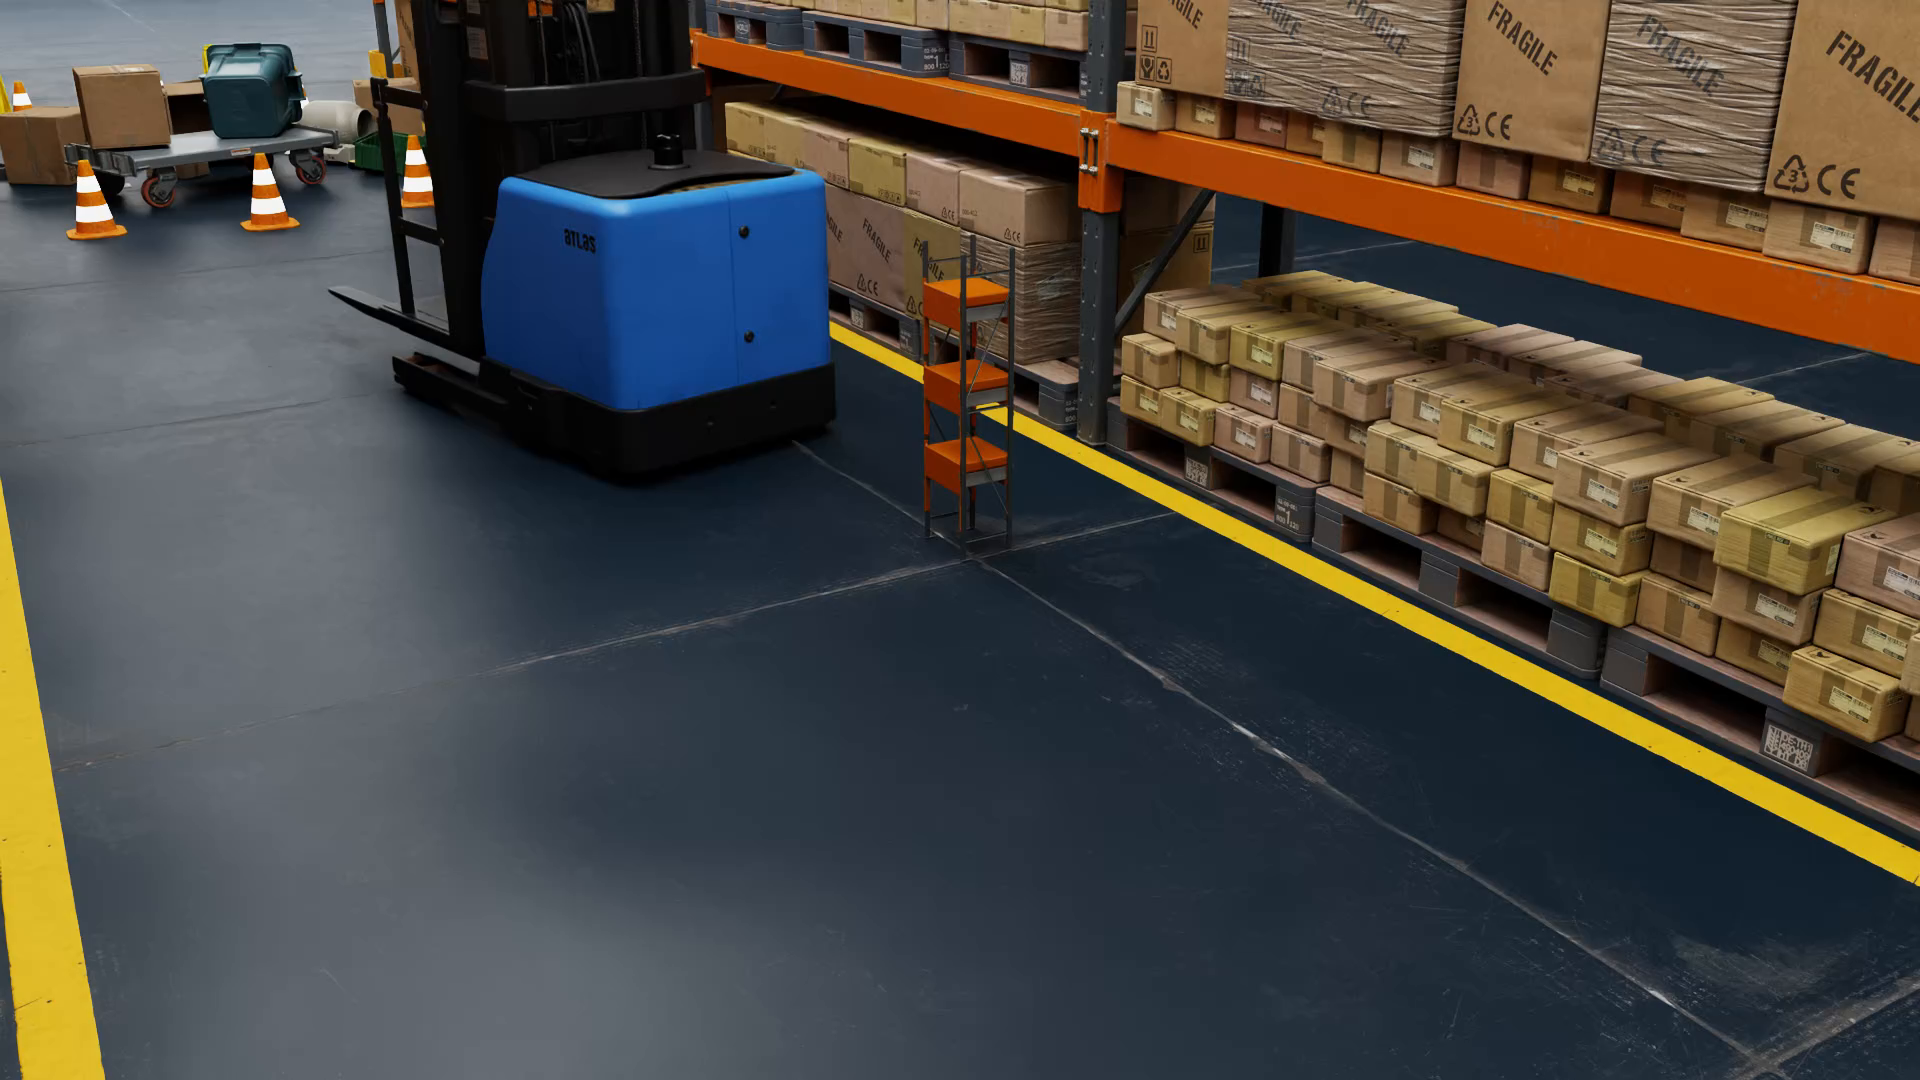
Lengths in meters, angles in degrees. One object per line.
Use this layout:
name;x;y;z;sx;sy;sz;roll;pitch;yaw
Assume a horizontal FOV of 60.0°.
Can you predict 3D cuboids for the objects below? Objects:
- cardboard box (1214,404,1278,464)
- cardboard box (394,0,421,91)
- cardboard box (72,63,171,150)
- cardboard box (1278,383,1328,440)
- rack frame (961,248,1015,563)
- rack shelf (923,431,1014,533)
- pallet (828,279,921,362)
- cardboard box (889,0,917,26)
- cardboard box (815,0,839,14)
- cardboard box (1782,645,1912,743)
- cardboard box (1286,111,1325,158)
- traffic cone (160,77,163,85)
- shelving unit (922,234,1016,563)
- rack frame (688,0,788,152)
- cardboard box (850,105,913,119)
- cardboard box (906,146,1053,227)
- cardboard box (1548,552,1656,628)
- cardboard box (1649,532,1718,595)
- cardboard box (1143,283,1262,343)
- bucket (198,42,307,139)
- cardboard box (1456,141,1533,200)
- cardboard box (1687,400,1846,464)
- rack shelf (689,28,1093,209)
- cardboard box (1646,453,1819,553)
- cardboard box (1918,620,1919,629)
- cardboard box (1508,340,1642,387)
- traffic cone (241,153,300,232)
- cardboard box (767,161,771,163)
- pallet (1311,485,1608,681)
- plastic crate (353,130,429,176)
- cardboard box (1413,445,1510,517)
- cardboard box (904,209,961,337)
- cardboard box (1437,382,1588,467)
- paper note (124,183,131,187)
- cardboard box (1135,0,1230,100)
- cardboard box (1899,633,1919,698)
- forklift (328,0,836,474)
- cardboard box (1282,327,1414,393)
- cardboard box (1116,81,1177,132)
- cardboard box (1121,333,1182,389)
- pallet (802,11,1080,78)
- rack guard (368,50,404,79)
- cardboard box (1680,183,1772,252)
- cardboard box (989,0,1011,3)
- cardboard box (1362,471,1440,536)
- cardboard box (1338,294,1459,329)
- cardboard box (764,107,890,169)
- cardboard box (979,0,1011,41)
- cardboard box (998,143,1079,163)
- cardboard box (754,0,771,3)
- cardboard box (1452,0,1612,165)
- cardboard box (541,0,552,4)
cardboard box;1.154;-0.412;6.070;0.380;0.149;0.250;-13;25;-28
cardboard box;-4.790;-4.762;15.808;0.875;0.875;0.875;-12;25;-28
cardboard box;-5.838;-3.024;11.582;0.500;0.500;0.500;-13;25;-28
cardboard box;1.344;-0.483;5.848;0.380;0.149;0.250;-14;26;-31
rack frame;0.090;-0.430;5.474;0.200;1.050;0.008;-13;25;-28
rack shelf;0.027;-0.202;5.680;0.215;0.259;0.240;-13;25;-28
pallet;-0.089;-1.230;8.556;1.003;0.211;1.213;-13;25;-28
cardboard box;-0.104;-2.464;7.666;0.380;0.149;0.250;-11;25;-26
cardboard box;-0.499;-2.717;8.288;0.380;0.149;0.250;-12;25;-27
cardboard box;2.314;0.353;4.189;0.380;0.149;0.250;-12;25;-27
cardboard box;1.311;-1.369;5.529;0.380;0.149;0.250;-14;26;-31
traffic cone;-7.287;-4.031;15.115;0.336;0.463;0.334;-13;25;-28
shelving unit;0.027;-0.469;5.571;0.215;1.050;0.252;-13;25;-28
rack frame;-1.106;-3.169;9.625;1.000;3.000;0.127;-13;25;-28
cardboard box;-0.264;-2.221;9.058;0.500;0.250;0.500;-12;25;-27
cardboard box;0.088;-1.620;7.579;0.500;0.250;0.500;-11;25;-26
cardboard box;1.931;0.103;4.804;0.380;0.149;0.250;-14;26;-31
cardboard box;2.150;0.018;4.616;0.380;0.149;0.250;-13;25;-29
cardboard box;0.935;-0.872;6.413;0.380;0.149;0.250;-11;25;-26
bucket;-5.201;-3.252;12.158;0.726;0.611;0.620;-4;32;-10
cardboard box;1.692;-1.109;4.889;0.380;0.149;0.250;-12;25;-26
cardboard box;2.411;-0.292;4.985;0.380;0.149;0.250;-12;25;-26
rack shelf;-0.085;-2.188;8.168;1.077;0.370;4.000;-13;25;-28
cardboard box;2.094;-0.099;4.511;0.380;0.149;0.250;-14;26;-30
cardboard box;2.492;0.148;3.901;0.380;0.149;0.250;-12;25;-28
cardboard box;2.072;-0.551;5.621;0.380;0.149;0.250;-14;26;-30
traffic cone;-4.509;-2.270;10.783;0.336;0.463;0.334;-13;25;-28
cardboard box;-0.704;-1.766;8.934;0.500;0.500;0.500;-12;25;-28
pallet;1.938;0.023;5.473;1.003;0.211;1.213;-13;25;-28
plastic crate;-4.365;-2.992;12.848;0.450;0.188;0.662;9;22;-4
cardboard box;1.643;-0.210;5.179;0.380;0.149;0.250;-12;25;-28
cardboard box;0.081;-1.268;7.710;0.500;0.500;0.500;-13;26;-29
cardboard box;1.711;-0.362;5.156;0.380;0.149;0.250;-12;25;-28
paper note;-6.157;-2.603;12.176;0.148;0.019;0.142;-13;25;-28
cardboard box;0.973;-1.850;5.851;0.500;0.500;0.500;-13;26;-29
cardboard box;2.465;0.293;3.941;0.380;0.149;0.250;-13;26;-30
forklift;-1.884;-2.079;7.034;1.130;2.935;3.031;-19;29;-39
cardboard box;1.349;-0.619;5.790;0.380;0.149;0.250;-13;26;-30
cardboard box;0.800;-1.603;6.106;0.380;0.149;0.250;-12;25;-26
cardboard box;0.847;-0.707;6.401;0.380;0.149;0.250;-11;25;-26
pallet;-0.060;-2.447;8.104;1.003;0.211;1.213;-13;25;-28
rack guard;-5.205;-4.609;16.486;1.175;0.500;0.348;-13;25;-28
cardboard box;2.075;-0.849;4.251;0.380;0.149;0.250;-14;26;-31
cardboard box;0.304;-2.347;6.983;0.380;0.149;0.250;-11;25;-26
cardboard box;1.545;-0.156;5.441;0.380;0.149;0.250;-13;26;-30
cardboard box;1.640;-0.804;6.245;0.380;0.149;0.250;-13;25;-29
cardboard box;-0.703;-2.119;8.808;0.500;0.250;0.500;-13;25;-29
cardboard box;0.305;-2.208;7.036;0.380;0.149;0.250;-13;25;-28
cardboard box;0.513;-1.720;7.826;0.500;0.250;0.500;-12;25;-27
cardboard box;-0.914;-2.977;8.928;0.380;0.149;0.250;-11;25;-26
cardboard box;1.758;-1.353;4.629;0.500;0.500;0.500;-11;25;-26
cardboard box;-2.600;-3.963;11.444;0.500;0.500;0.500;-13;25;-29
